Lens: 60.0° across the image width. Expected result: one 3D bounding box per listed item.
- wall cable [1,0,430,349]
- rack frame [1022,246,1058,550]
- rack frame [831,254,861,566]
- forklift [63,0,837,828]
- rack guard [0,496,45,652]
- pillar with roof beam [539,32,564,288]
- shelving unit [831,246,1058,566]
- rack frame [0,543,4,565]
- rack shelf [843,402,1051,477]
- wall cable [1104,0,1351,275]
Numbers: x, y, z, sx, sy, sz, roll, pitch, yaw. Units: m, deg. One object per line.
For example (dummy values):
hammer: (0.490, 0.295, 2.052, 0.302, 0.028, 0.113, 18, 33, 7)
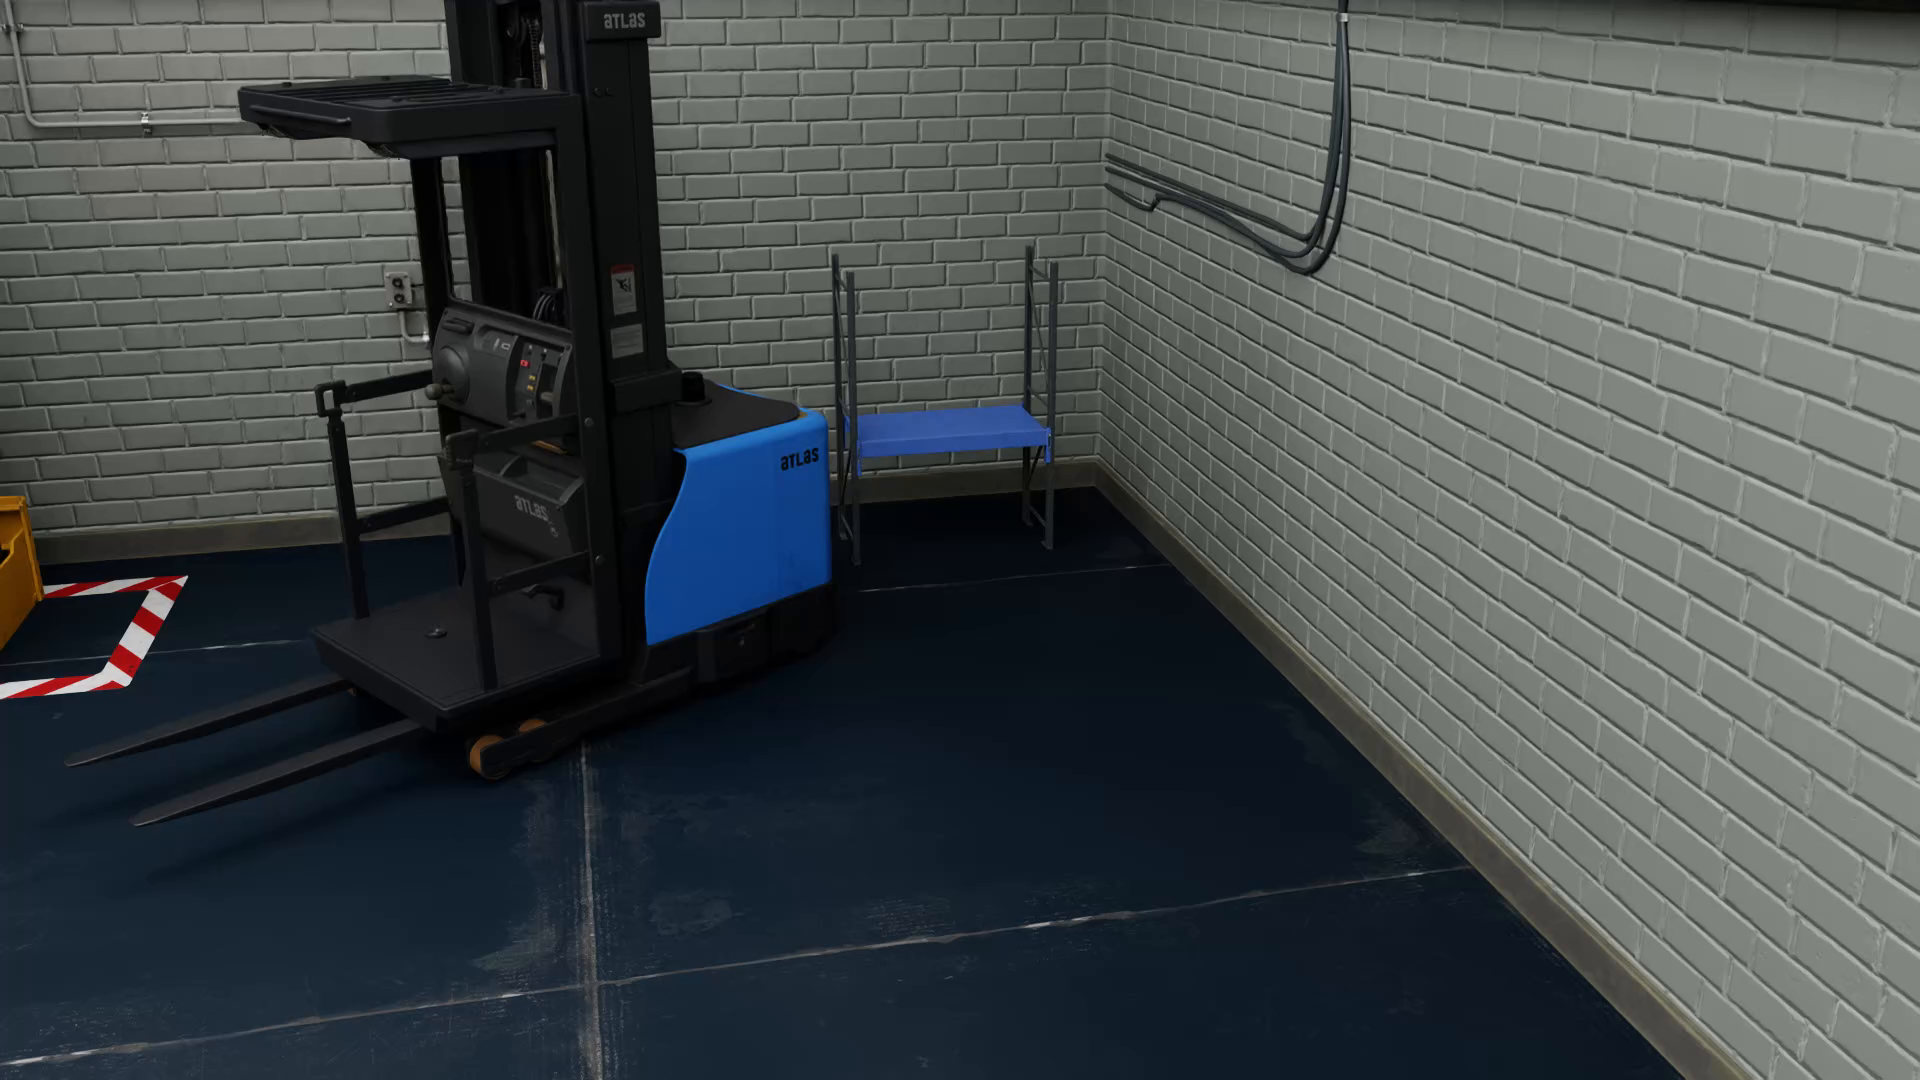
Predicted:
wall cable: (-3.482, -1.840, 7.999, 1.851, 1.984, 0.084, -5, 21, -12)
rack frame: (0.412, -0.738, 8.648, 0.032, 1.500, 0.500, -5, 21, -12)
rack frame: (-0.578, -0.657, 8.428, 0.032, 1.500, 0.500, -5, 21, -12)
forklift: (-1.941, -0.664, 6.366, 1.130, 2.935, 3.031, 18, 27, 41)
rack guard: (-4.487, 0.227, 7.467, 0.348, 0.500, 1.175, -5, 21, -12)
pillar with roof beam: (-1.092, -2.824, 3.440, 0.400, 9.000, 9.100, -5, 21, -12)
shelving unit: (-0.083, -0.697, 8.538, 1.048, 1.500, 0.538, -5, 21, -12)
rack frame: (-4.511, -0.945, 7.032, 0.127, 3.000, 1.000, -5, 21, -12)
rack shelf: (-0.083, -0.529, 8.600, 1.000, 0.185, 0.538, -5, 21, -12)
wall cable: (1.076, -2.632, 7.430, 0.112, 2.526, 3.097, -5, 21, -12)
